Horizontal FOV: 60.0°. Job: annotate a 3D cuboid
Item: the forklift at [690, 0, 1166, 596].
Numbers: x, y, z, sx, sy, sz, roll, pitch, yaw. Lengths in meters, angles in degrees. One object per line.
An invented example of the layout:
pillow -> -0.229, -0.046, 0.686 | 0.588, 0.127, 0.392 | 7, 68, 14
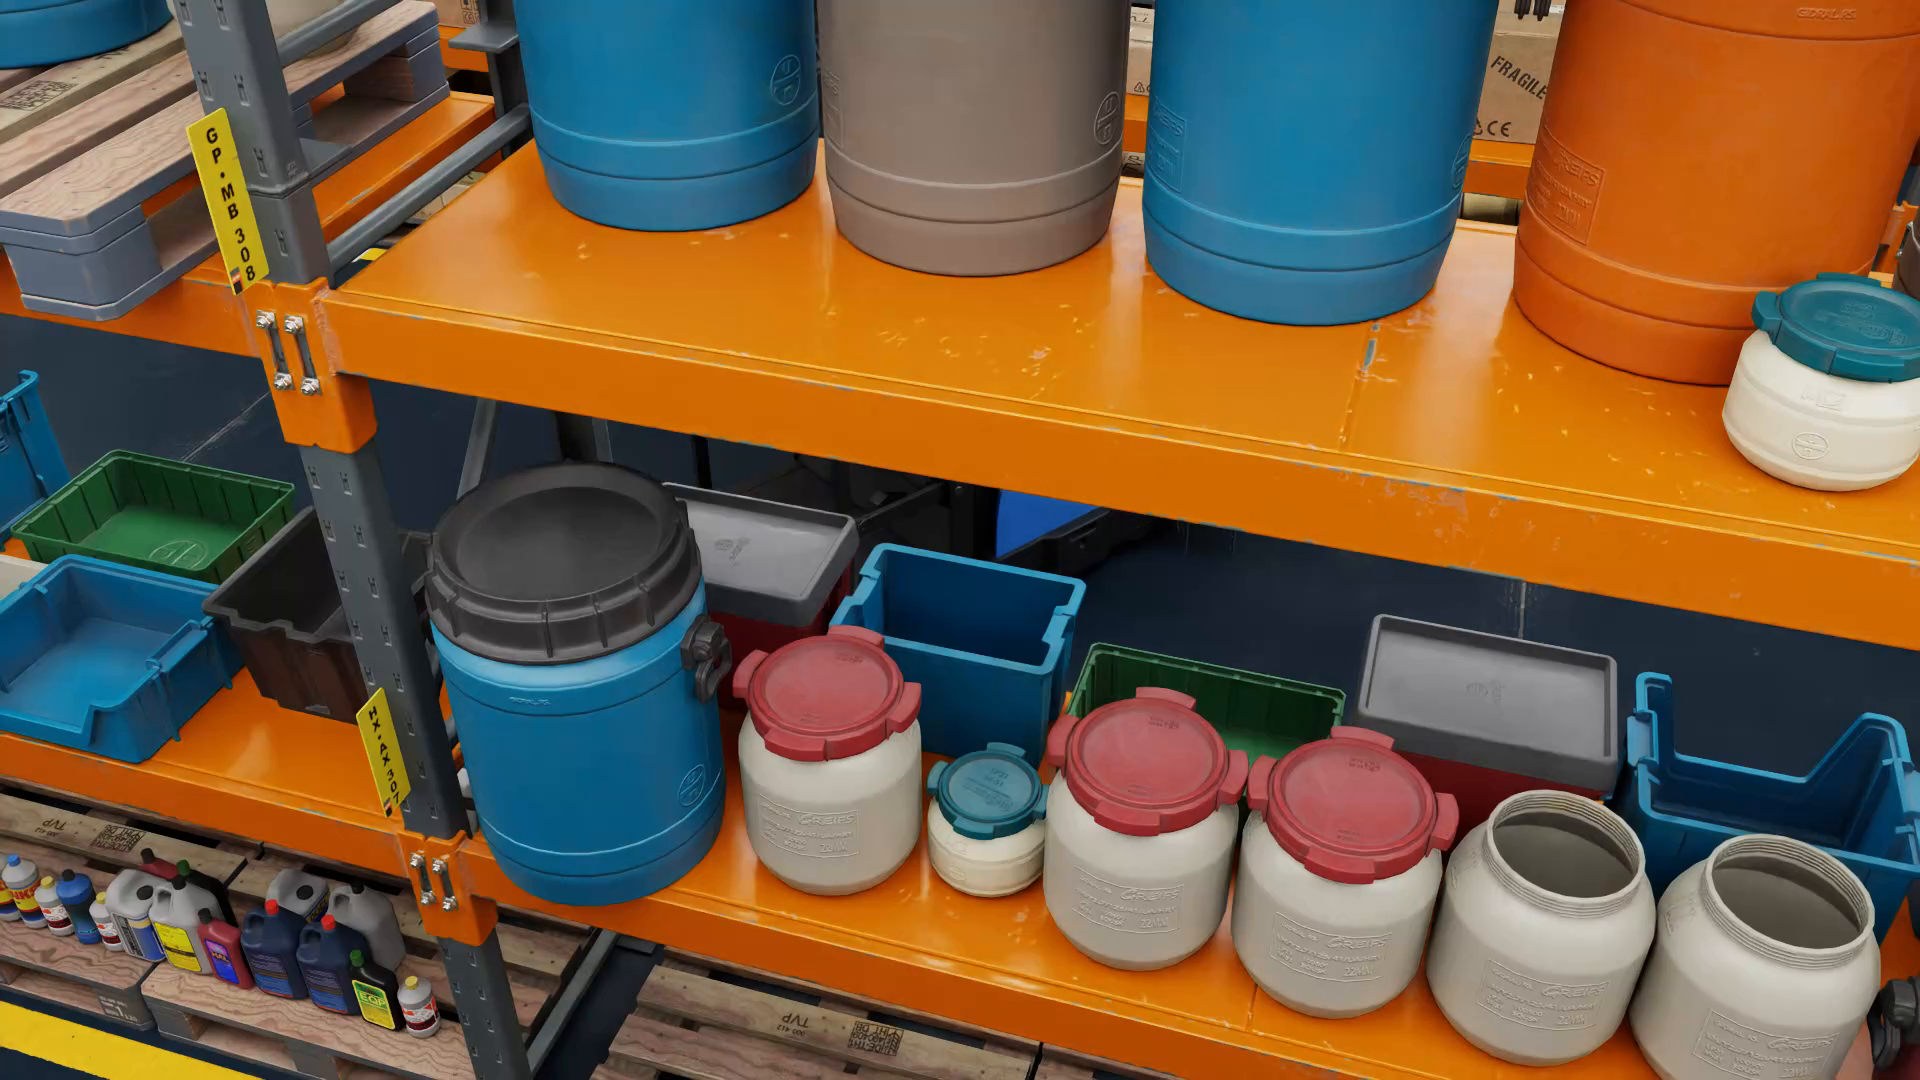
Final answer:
forklift -> -0.530, -0.919, 6.026 | 3.031, 2.935, 1.130 | -26, 44, -31

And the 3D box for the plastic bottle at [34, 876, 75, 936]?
plastic bottle -> -2.811, 1.129, 5.175 | 0.097, 0.201, 0.097 | 0, 36, 0

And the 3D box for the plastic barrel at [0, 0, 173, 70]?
plastic barrel -> -2.065, -1.522, 3.480 | 0.708, 0.901, 0.600 | 10, 38, 14

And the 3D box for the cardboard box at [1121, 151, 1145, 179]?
cardboard box -> 0.805, -1.887, 8.775 | 0.500, 0.311, 0.500 | 10, 38, 14

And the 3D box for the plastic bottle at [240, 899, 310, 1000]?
plastic bottle -> -2.031, 1.198, 4.955 | 0.185, 0.351, 0.144 | 9, 37, 12

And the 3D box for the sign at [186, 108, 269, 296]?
sign -> -1.322, -0.609, 3.009 | 0.005, 0.325, 0.100 | 10, 38, 14

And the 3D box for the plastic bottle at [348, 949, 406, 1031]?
plastic bottle -> -1.705, 1.312, 4.858 | 0.133, 0.283, 0.061 | 12, 38, 16

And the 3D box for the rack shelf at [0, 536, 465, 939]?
rack shelf -> -3.056, 0.230, 5.014 | 4.000, 0.370, 1.077 | 10, 38, 14

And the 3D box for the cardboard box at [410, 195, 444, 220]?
cardboard box -> -3.039, -2.057, 9.479 | 0.500, 0.250, 0.500 | 10, 38, 14

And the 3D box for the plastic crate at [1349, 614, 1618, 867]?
plastic crate -> 1.219, 0.516, 3.965 | 0.583, 0.464, 0.402 | 10, 38, 14

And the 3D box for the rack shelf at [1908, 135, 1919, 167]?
rack shelf -> 6.060, -1.158, 6.900 | 4.000, 0.370, 1.077 | 10, 38, 14

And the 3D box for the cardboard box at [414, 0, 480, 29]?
cardboard box -> -2.540, -3.076, 8.814 | 0.500, 0.500, 0.700 | 11, 38, 15

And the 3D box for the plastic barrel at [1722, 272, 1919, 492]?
plastic barrel -> 1.387, -0.245, 2.638 | 0.301, 0.262, 0.301 | 0, 36, 0

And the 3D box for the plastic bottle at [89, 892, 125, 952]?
plastic bottle -> -2.614, 1.165, 5.126 | 0.097, 0.201, 0.097 | 0, 36, 0

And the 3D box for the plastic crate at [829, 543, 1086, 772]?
plastic crate -> -0.002, 0.319, 4.300 | 0.575, 0.384, 0.392 | 10, 38, 14

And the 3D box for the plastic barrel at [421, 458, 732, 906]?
plastic barrel -> -0.869, 0.331, 3.847 | 0.708, 0.901, 0.600 | 10, 38, 14

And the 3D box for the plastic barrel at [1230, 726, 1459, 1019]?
plastic barrel -> 0.814, 0.738, 3.602 | 0.433, 0.535, 0.433 | 0, 36, 0

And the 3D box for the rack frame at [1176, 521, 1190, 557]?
rack frame -> 0.965, -0.362, 6.983 | 0.006, 0.900, 0.240 | -2, 36, -2

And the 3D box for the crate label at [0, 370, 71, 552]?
crate label -> -3.128, -0.256, 5.037 | 0.616, 0.435, 0.502 | 10, 38, 14

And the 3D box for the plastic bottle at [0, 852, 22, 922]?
plastic bottle -> -3.001, 1.065, 5.202 | 0.097, 0.271, 0.097 | 0, 36, 0

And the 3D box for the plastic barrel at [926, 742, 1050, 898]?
plastic barrel -> 0.070, 0.670, 3.926 | 0.301, 0.262, 0.301 | 0, 36, 0

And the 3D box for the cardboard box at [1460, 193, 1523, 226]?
cardboard box -> 2.749, -1.527, 8.287 | 0.500, 0.311, 0.500 | 10, 37, 13

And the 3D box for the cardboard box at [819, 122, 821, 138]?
cardboard box -> -0.648, -1.926, 8.668 | 0.500, 0.500, 0.500 | 10, 38, 14

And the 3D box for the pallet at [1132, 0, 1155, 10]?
pallet -> 1.155, -4.288, 12.897 | 1.213, 0.211, 1.003 | 10, 38, 14

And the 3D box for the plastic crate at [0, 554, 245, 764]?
plastic crate -> -2.285, 0.311, 4.422 | 0.616, 0.251, 0.499 | 10, 38, 14

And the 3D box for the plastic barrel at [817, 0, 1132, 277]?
plastic barrel -> 0.027, -1.034, 3.171 | 0.600, 0.901, 0.600 | 0, 36, 0

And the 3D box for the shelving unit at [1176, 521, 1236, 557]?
shelving unit -> 1.066, -0.365, 6.986 | 0.210, 0.900, 0.258 | -2, 36, -2

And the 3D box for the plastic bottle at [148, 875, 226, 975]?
plastic bottle -> -2.339, 1.141, 5.032 | 0.185, 0.351, 0.144 | 10, 38, 14

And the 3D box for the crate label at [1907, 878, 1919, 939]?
crate label -> 2.380, 0.781, 3.799 | 0.416, 0.233, 0.303 | 10, 38, 14

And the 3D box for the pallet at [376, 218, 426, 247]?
pallet -> -2.742, -1.981, 9.763 | 1.213, 0.211, 1.003 | 10, 38, 14

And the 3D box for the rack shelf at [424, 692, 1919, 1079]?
rack shelf -> 0.762, 0.937, 4.054 | 4.000, 0.370, 1.077 | 10, 38, 14

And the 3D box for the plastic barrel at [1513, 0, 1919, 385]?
plastic barrel -> 1.327, -0.764, 2.865 | 0.708, 0.830, 0.600 | 10, 38, 14

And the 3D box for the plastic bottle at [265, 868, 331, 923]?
plastic bottle -> -2.011, 1.140, 5.097 | 0.135, 0.276, 0.152 | 10, 38, 14

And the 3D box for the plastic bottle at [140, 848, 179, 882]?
plastic bottle -> -2.462, 1.077, 5.176 | 0.133, 0.283, 0.061 | 10, 38, 14

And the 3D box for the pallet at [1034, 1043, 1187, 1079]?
pallet -> 0.782, 1.748, 4.697 | 1.213, 0.211, 1.003 | 10, 38, 14

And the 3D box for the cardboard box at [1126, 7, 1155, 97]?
cardboard box -> 0.816, -2.386, 8.088 | 0.500, 0.250, 0.500 | 13, 38, 17

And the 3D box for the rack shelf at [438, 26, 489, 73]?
rack shelf -> -1.576, -2.572, 8.821 | 4.000, 0.370, 1.077 | 10, 38, 14

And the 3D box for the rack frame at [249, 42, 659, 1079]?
rack frame -> -1.147, 0.293, 4.321 | 0.127, 3.000, 1.000 | 10, 38, 14

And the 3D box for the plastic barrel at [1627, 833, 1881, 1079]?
plastic barrel -> 1.625, 0.894, 3.410 | 0.421, 0.512, 0.421 | 0, 36, 0

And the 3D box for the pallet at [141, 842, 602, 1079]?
pallet -> -1.776, 1.274, 5.341 | 1.213, 0.211, 1.003 | 10, 38, 14
